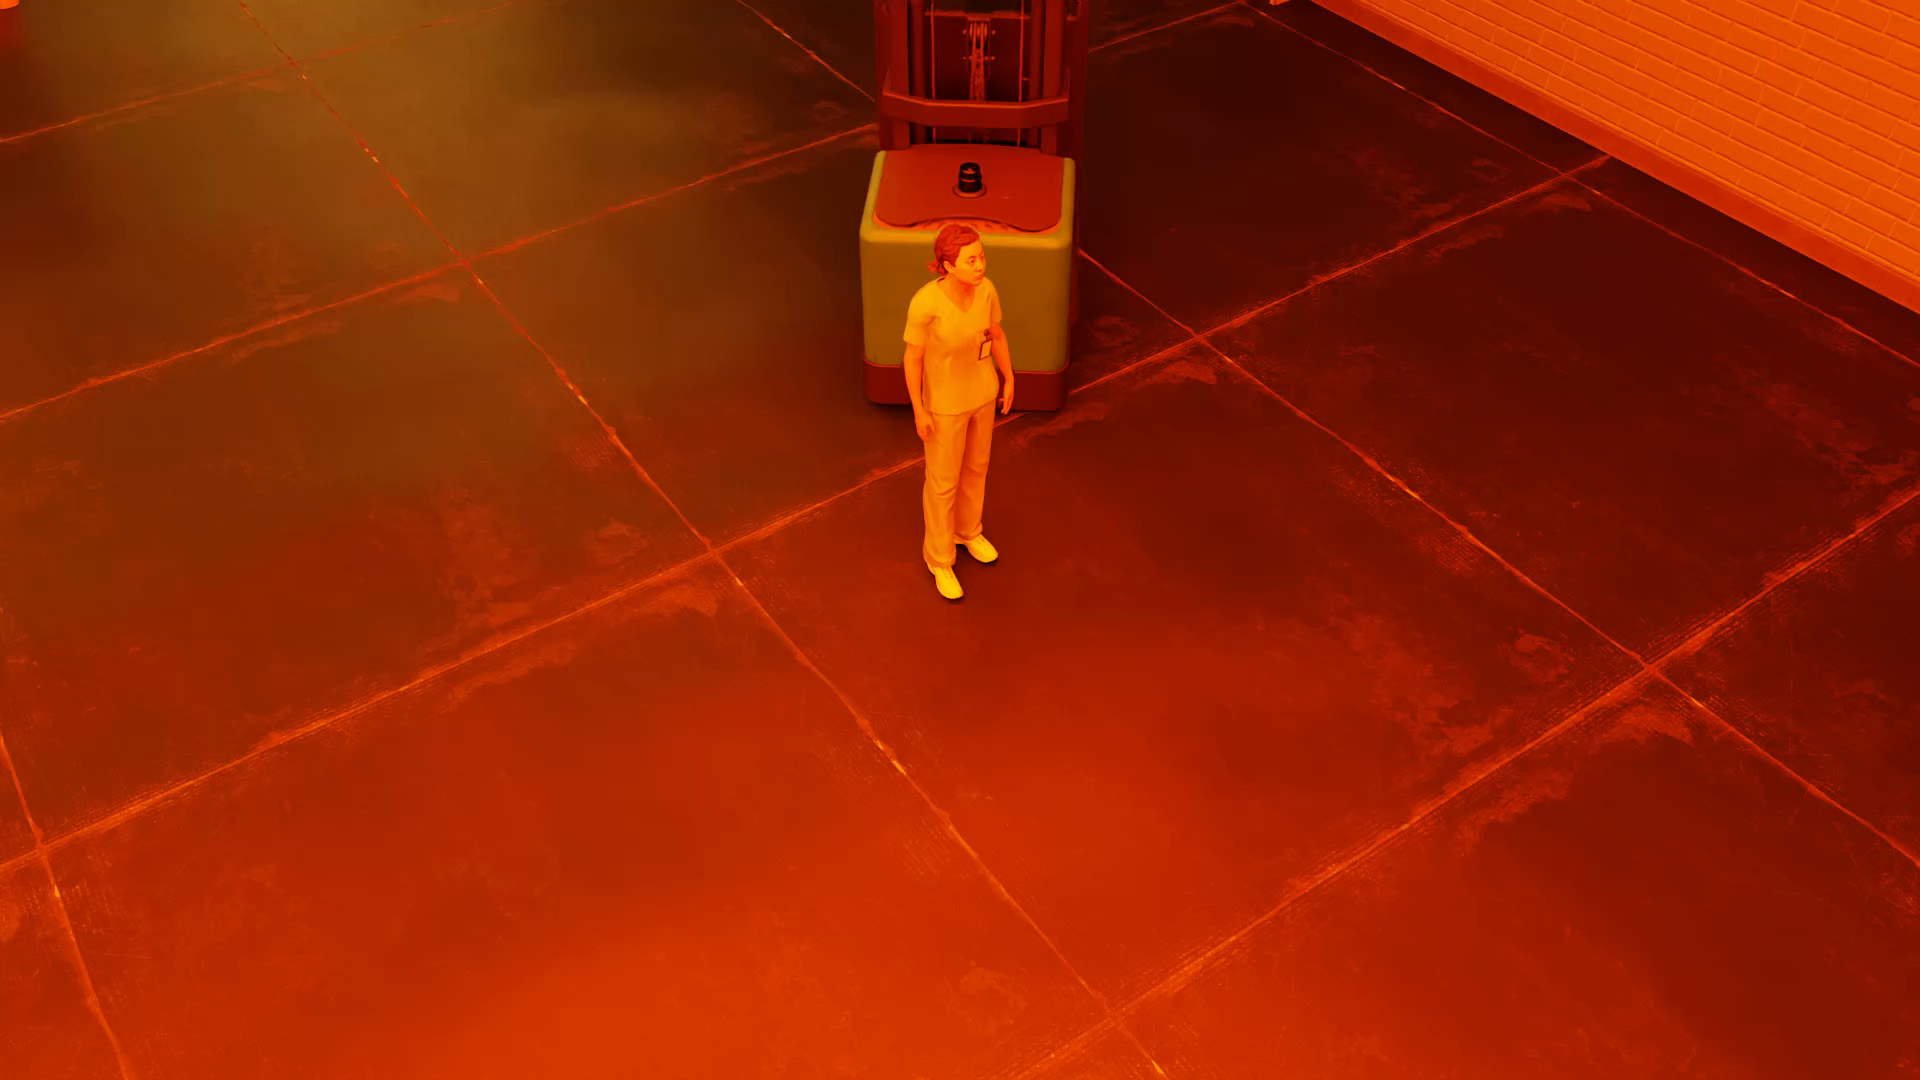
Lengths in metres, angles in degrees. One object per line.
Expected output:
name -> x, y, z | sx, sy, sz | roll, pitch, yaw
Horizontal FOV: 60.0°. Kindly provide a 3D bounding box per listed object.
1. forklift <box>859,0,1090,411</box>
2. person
forklift -> 0.128, -2.726, 8.674 | 1.130, 2.935, 3.031 | 3, 43, 3
person -> 0.031, -0.575, 7.255 | 0.550, 1.673, 0.548 | -25, 48, -25
